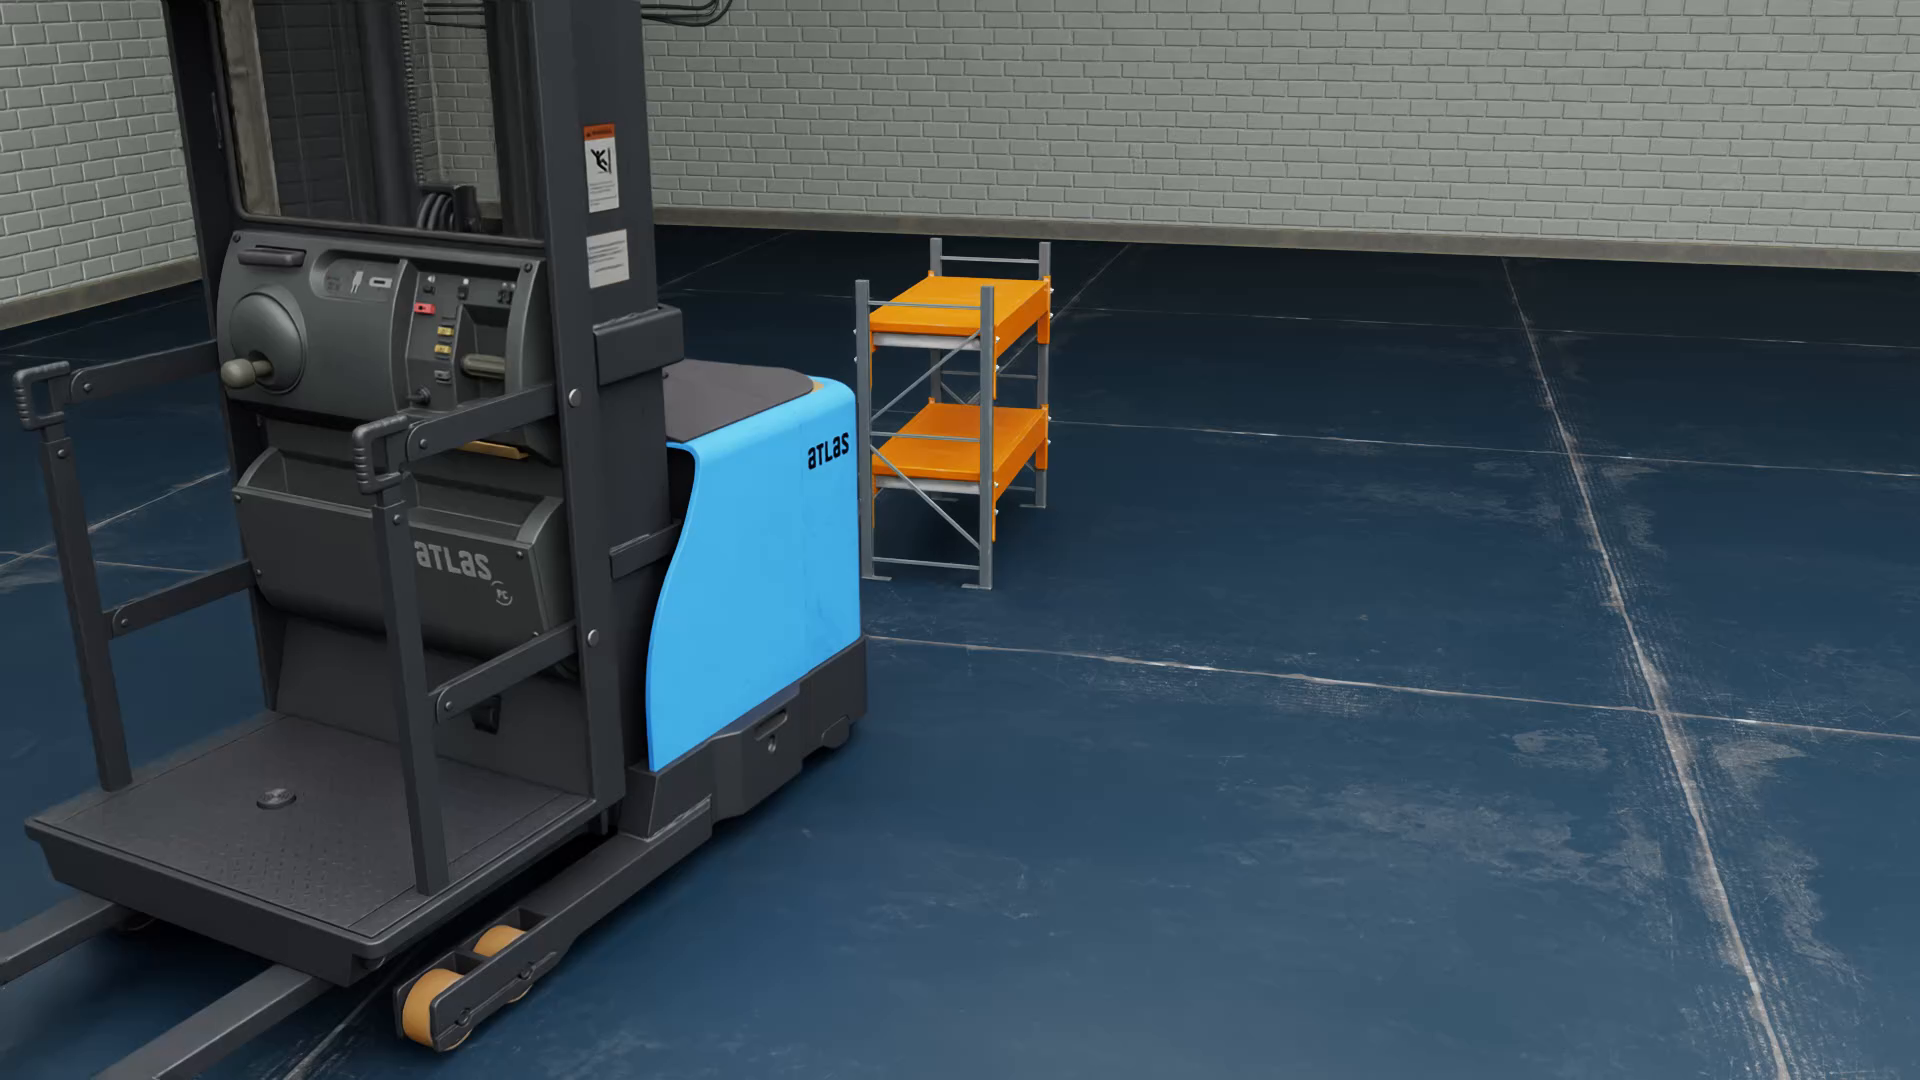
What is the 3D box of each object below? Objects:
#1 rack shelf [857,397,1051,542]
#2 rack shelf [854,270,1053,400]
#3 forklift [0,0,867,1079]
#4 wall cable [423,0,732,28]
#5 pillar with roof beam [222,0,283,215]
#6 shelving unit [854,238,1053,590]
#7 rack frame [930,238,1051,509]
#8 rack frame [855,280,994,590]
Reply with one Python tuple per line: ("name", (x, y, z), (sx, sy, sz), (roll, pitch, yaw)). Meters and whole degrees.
("rack shelf", (-0.002, -0.299, 6.579), (0.538, 0.278, 1.000), (5, 19, 13))
("rack shelf", (-0.002, -0.807, 6.405), (0.538, 0.278, 1.000), (5, 19, 13))
("forklift", (-1.408, -0.471, 3.533), (1.130, 2.935, 3.031), (10, 21, 26))
("wall cable", (-3.407, -5.692, 14.234), (3.097, 2.526, 0.112), (5, 19, 13))
("pillar with roof beam", (-1.234, -6.002, 10.339), (9.100, 9.000, 0.400), (5, 19, 13))
("shelving unit", (-0.002, -0.530, 6.500), (0.538, 1.125, 1.048), (5, 19, 13))
("rack frame", (0.123, -0.690, 6.966), (0.500, 1.125, 0.032), (5, 19, 13))
("rack frame", (-0.126, -0.371, 6.033), (0.500, 1.125, 0.032), (5, 19, 13))
